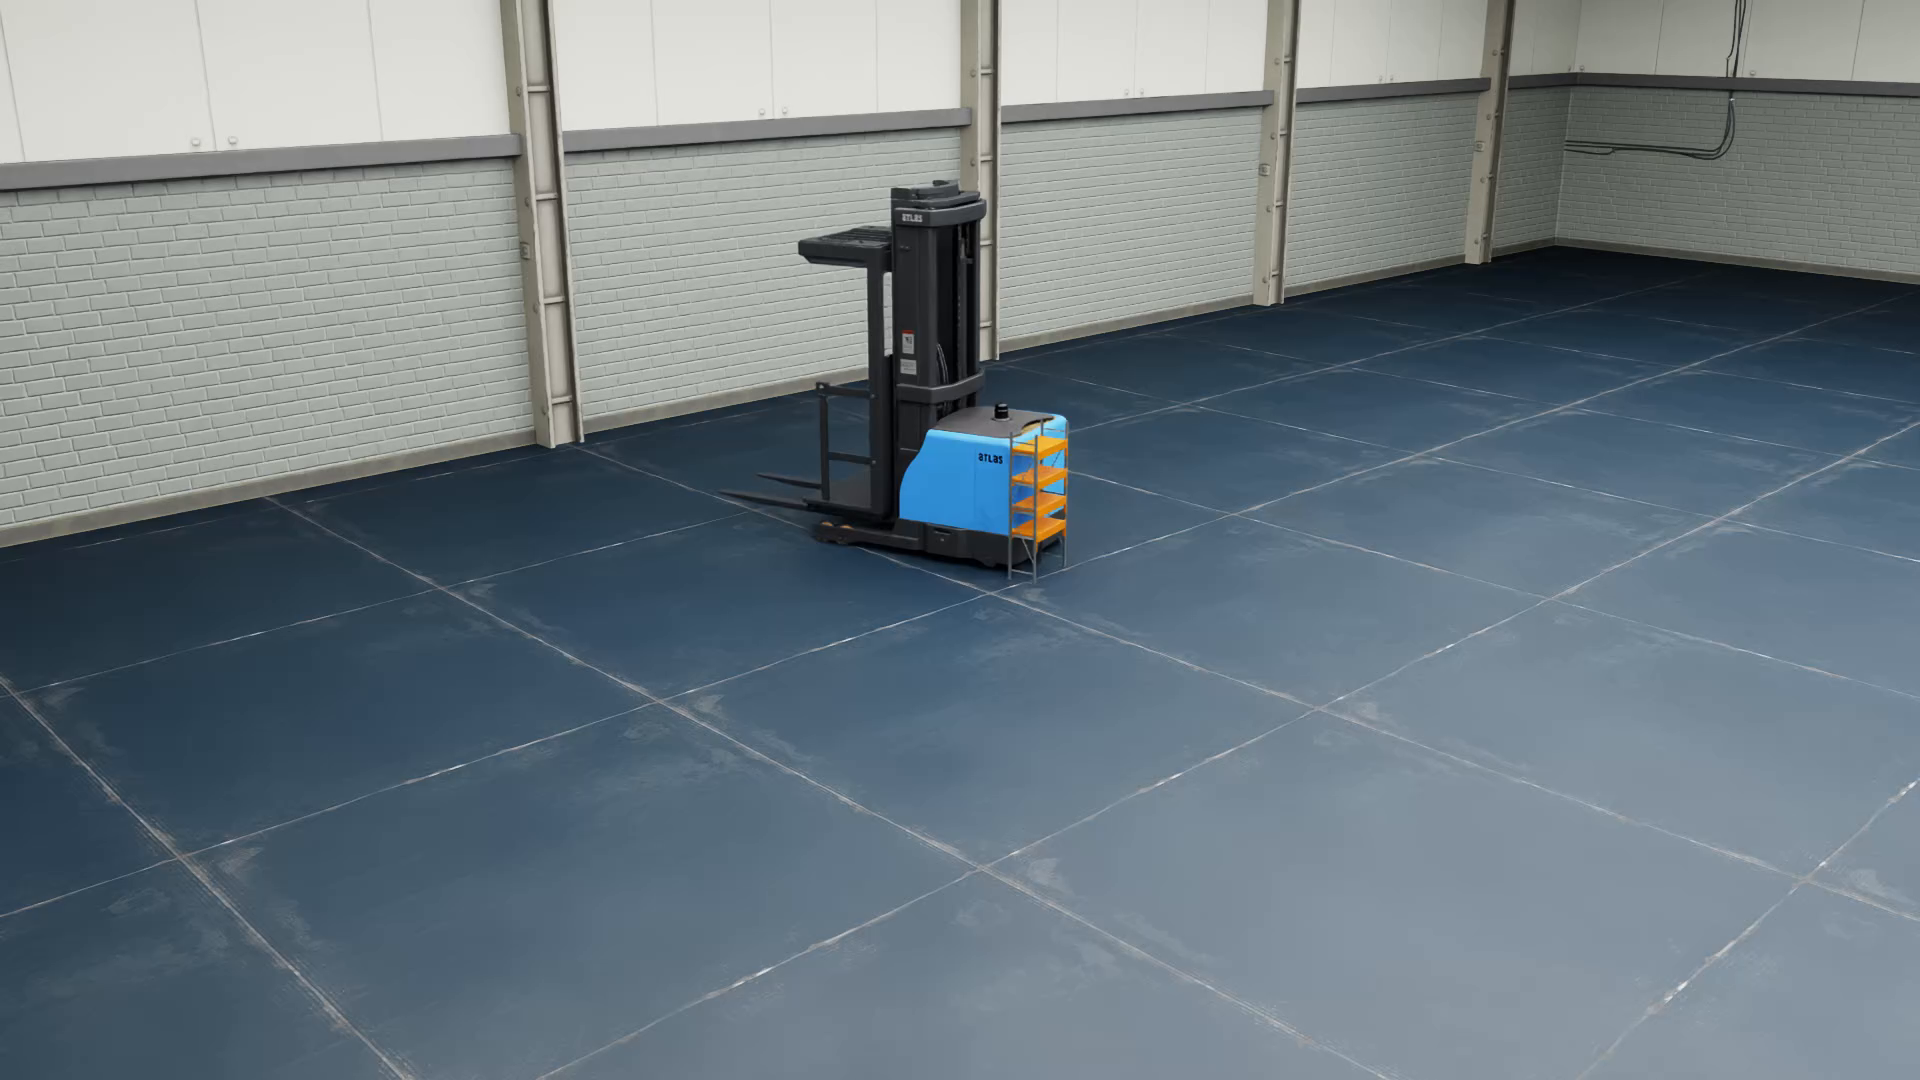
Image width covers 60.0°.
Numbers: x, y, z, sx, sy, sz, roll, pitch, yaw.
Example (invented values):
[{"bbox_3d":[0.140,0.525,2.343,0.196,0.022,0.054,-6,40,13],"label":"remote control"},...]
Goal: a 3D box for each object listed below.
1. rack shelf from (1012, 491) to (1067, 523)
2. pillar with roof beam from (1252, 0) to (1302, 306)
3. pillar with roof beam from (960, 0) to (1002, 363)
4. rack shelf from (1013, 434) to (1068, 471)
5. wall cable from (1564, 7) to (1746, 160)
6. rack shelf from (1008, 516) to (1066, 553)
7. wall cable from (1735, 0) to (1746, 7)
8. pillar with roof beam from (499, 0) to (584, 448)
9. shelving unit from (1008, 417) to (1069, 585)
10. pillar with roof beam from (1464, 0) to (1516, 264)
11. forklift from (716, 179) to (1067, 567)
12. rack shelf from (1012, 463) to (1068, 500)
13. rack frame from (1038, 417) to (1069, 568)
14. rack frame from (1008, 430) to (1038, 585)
[{"bbox_3d":[0.611,-0.243,13.005,0.258,0.148,0.480,11,21,30],"label":"rack shelf"},{"bbox_3d":[7.567,-6.864,20.564,0.400,9.000,9.100,-16,24,-41],"label":"pillar with roof beam"},{"bbox_3d":[3.208,-5.592,16.643,0.400,9.000,9.100,-16,24,-41],"label":"pillar with roof beam"},{"bbox_3d":[0.611,-0.680,12.863,0.258,0.148,0.480,11,21,30],"label":"rack shelf"},{"bbox_3d":[12.018,-7.951,28.951,0.112,2.526,3.097,-16,24,-41],"label":"wall cable"},{"bbox_3d":[0.611,-0.054,13.066,0.258,0.148,0.480,11,21,30],"label":"rack shelf"},{"bbox_3d":[13.877,-9.747,26.303,0.112,2.526,3.097,-16,24,-41],"label":"wall cable"},{"bbox_3d":[-1.152,-4.321,12.722,0.400,9.000,9.100,-16,24,-41],"label":"pillar with roof beam"},{"bbox_3d":[0.611,-0.307,12.984,0.258,1.200,0.503,11,21,30],"label":"shelving unit"},{"bbox_3d":[11.927,-8.135,24.486,0.400,9.000,9.100,-16,24,-41],"label":"pillar with roof beam"},{"bbox_3d":[-0.651,-1.483,13.805,3.031,2.935,1.130,9,20,27],"label":"forklift"},{"bbox_3d":[0.611,-0.455,12.936,0.258,0.148,0.480,11,21,30],"label":"rack shelf"},{"bbox_3d":[0.739,-0.371,13.182,0.240,1.200,0.015,11,21,30],"label":"rack frame"},{"bbox_3d":[0.483,-0.242,12.787,0.240,1.200,0.015,11,21,30],"label":"rack frame"}]
